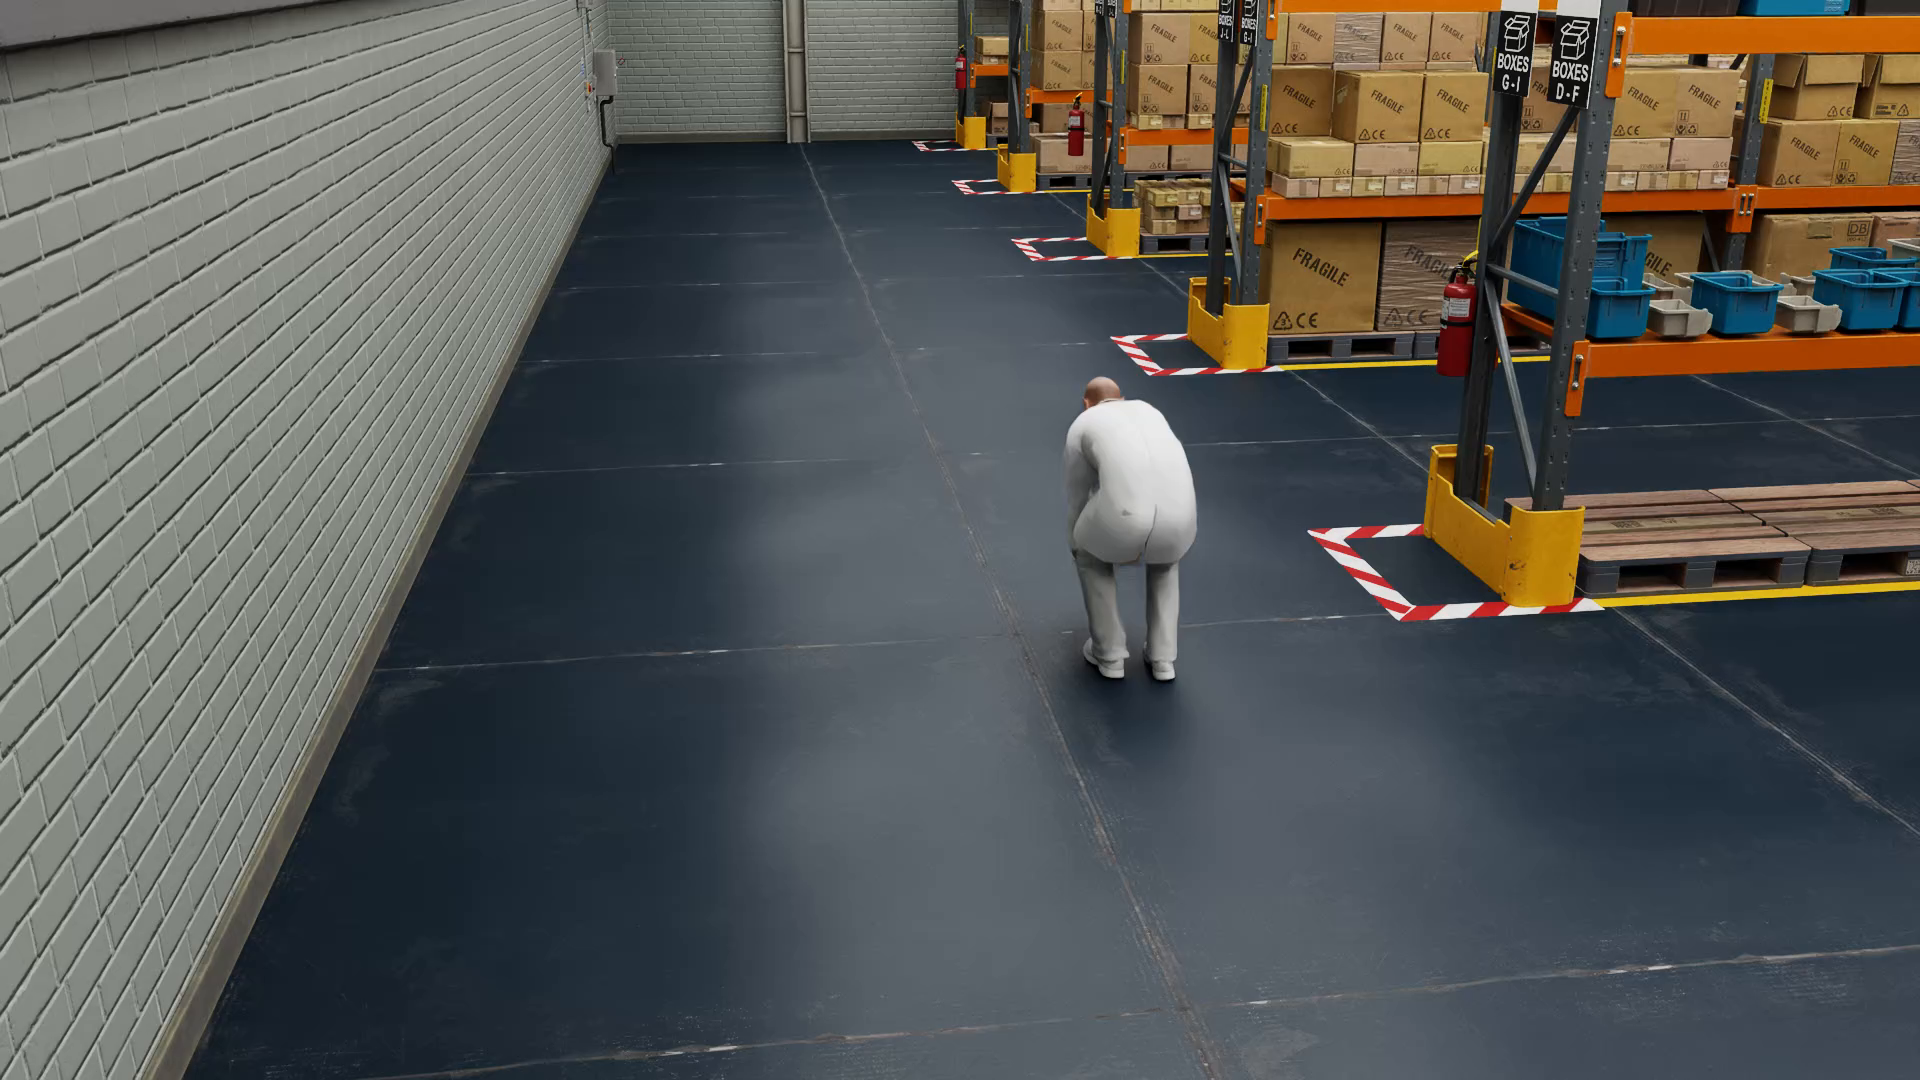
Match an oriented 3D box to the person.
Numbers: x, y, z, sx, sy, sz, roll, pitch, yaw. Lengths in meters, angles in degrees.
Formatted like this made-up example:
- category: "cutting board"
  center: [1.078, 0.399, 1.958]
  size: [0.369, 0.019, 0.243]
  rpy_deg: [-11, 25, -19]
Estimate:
- category: "person"
  center: [0.748, -0.055, 7.558]
  size: [0.568, 1.232, 0.922]
  rpy_deg: [-4, 20, -10]
